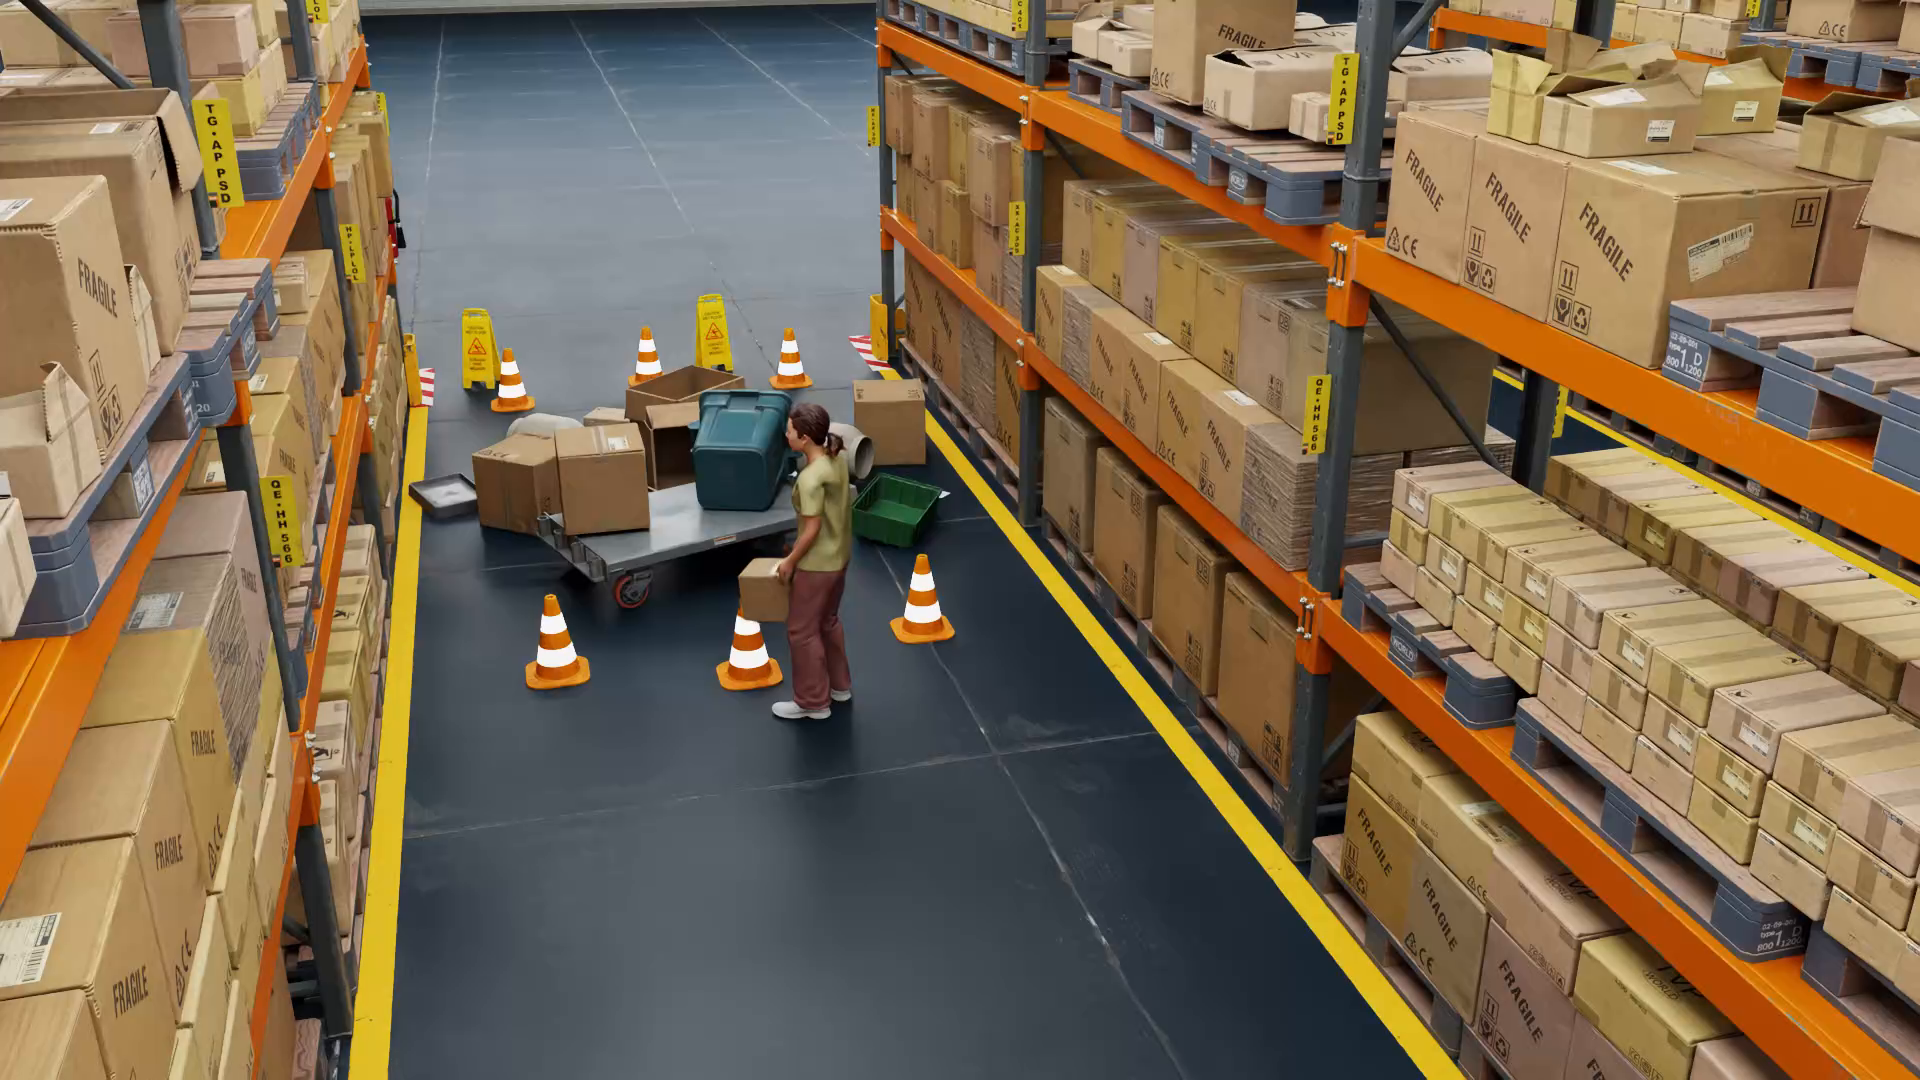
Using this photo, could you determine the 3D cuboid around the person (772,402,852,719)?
[{"bbox_3d":[-0.750,0.108,8.339,0.414,1.676,0.477,5,24,11],"label":"person"}]
